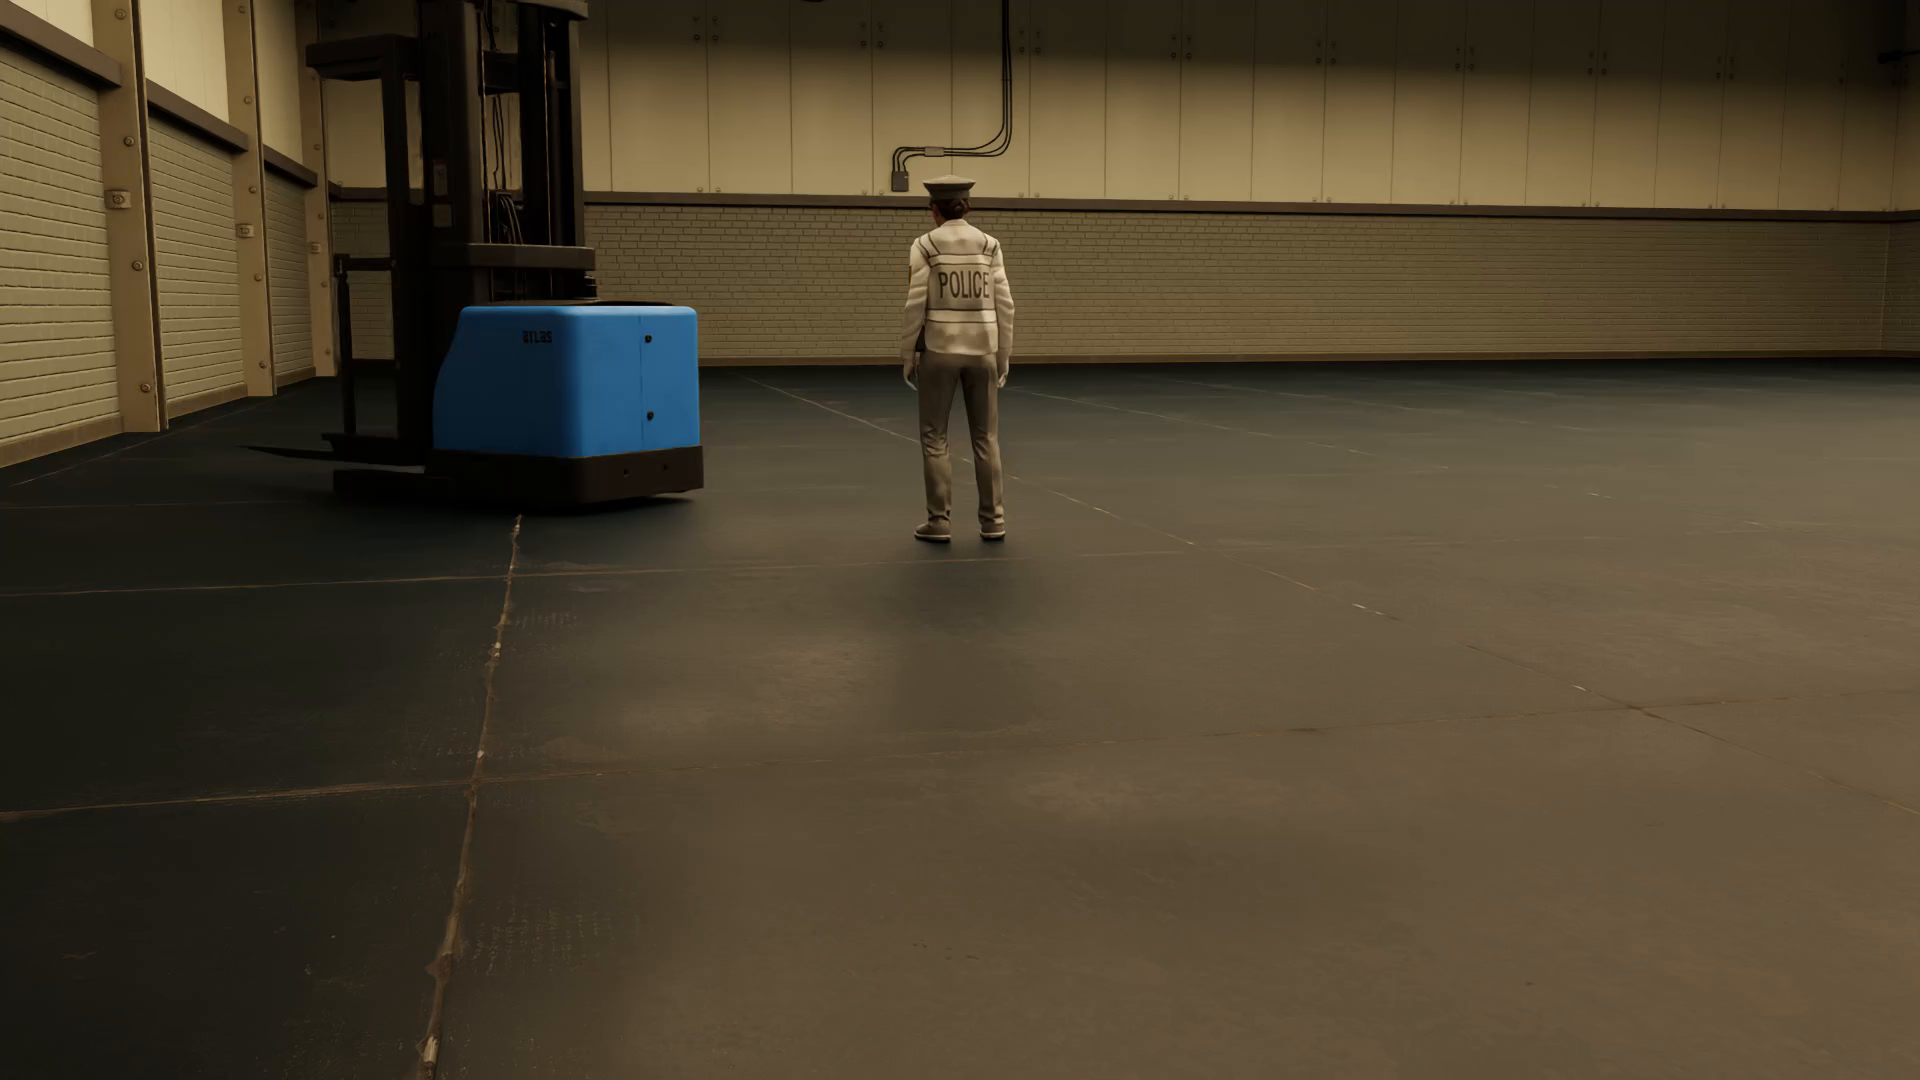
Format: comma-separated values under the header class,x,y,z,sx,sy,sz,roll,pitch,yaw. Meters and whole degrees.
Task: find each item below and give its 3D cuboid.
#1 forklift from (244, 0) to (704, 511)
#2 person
class,x,y,z,sx,sy,sz,roll,pitch,yaw
forklift,-2.944,-1.730,9.490,3.031,2.935,1.130,5,9,33
person,-0.017,-0.826,7.618,0.529,1.663,0.372,-2,8,-15
